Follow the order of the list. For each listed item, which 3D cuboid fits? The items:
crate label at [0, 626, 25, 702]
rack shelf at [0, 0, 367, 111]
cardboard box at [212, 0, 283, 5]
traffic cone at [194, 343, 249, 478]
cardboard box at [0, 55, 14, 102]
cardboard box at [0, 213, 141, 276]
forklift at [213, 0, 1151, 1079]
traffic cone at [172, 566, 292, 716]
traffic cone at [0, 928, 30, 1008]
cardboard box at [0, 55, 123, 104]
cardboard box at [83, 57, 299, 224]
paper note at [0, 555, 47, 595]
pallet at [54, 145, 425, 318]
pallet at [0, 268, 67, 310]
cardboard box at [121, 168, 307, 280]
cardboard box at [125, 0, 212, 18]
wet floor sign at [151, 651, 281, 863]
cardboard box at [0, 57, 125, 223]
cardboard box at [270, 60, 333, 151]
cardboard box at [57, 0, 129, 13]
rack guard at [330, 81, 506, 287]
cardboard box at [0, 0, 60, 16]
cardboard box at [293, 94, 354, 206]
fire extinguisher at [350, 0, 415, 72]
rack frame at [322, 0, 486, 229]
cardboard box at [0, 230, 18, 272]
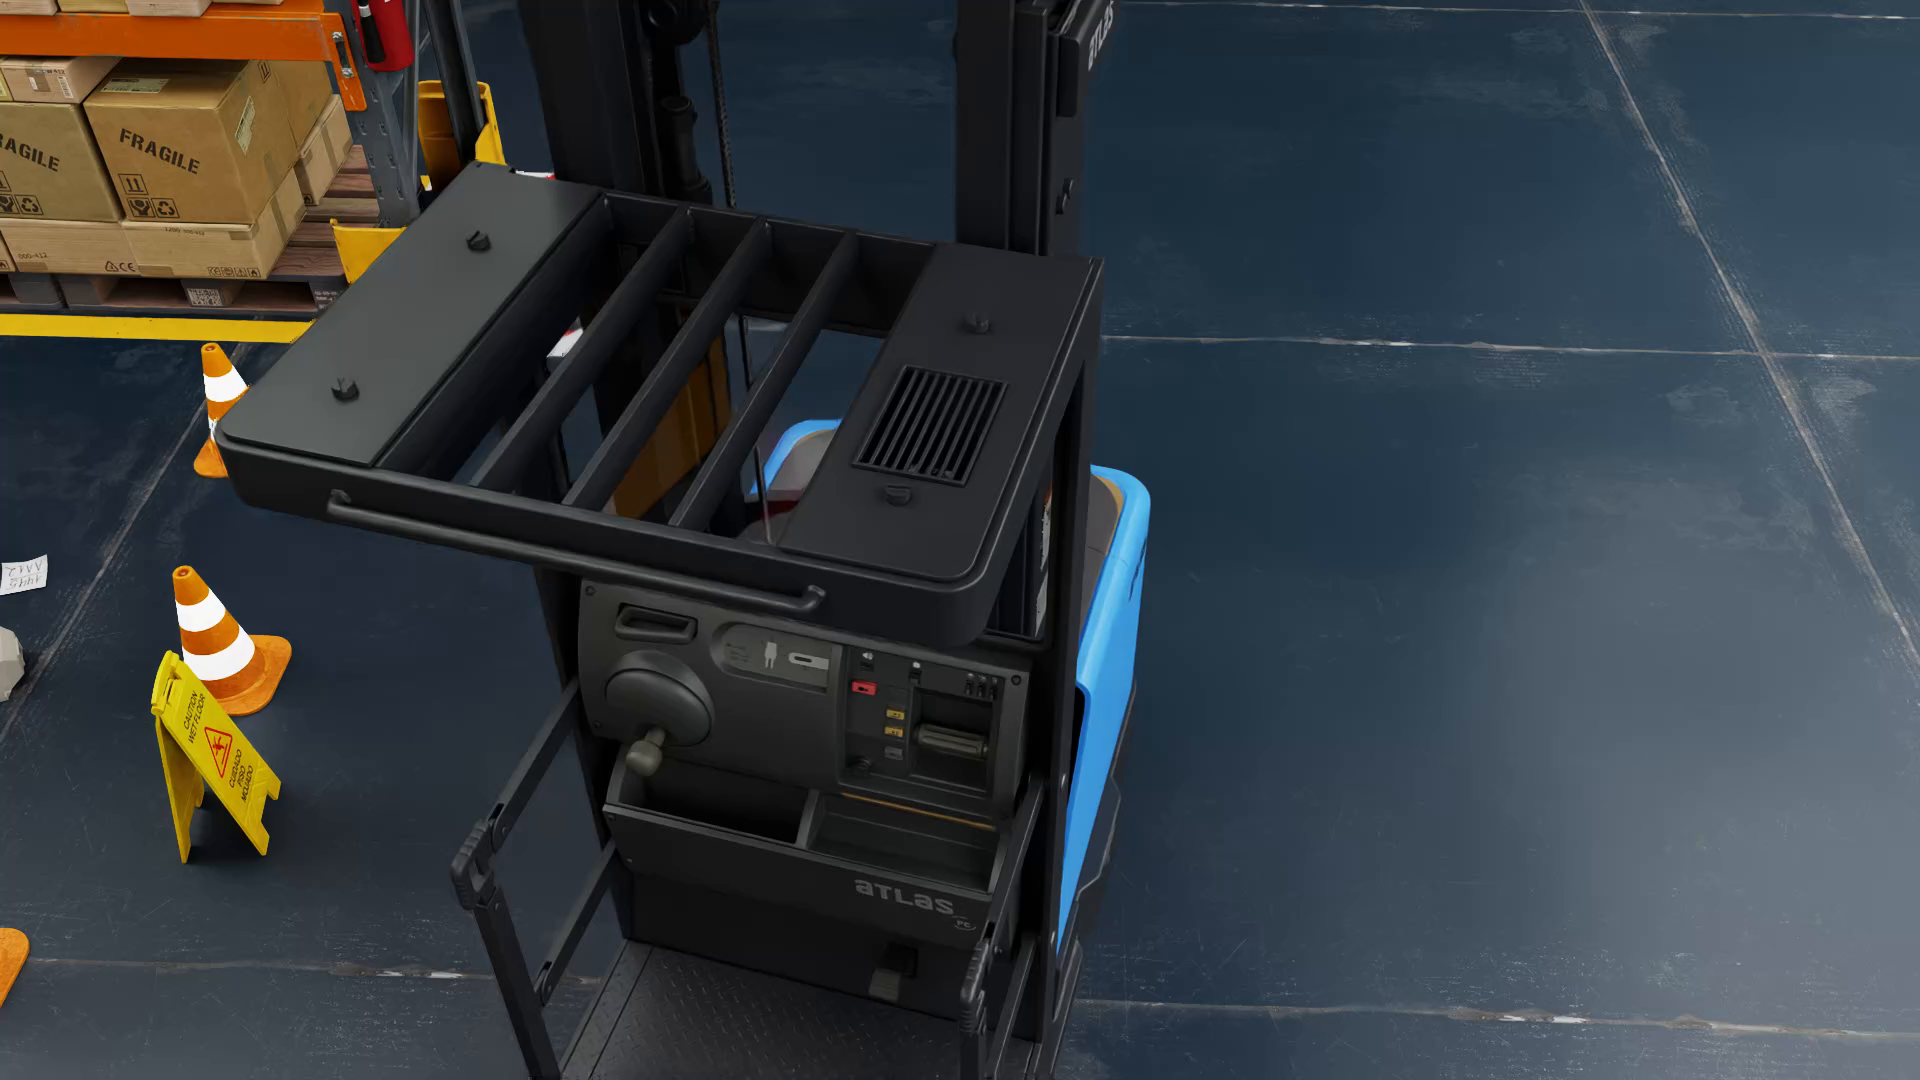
[{"bbox_3d":[-3.108,0.399,5.221,0.298,0.136,0.250,-19,46,-20],"label":"crate label"},{"bbox_3d":[-4.120,-2.096,6.327,4.000,0.370,1.077,2,43,2],"label":"rack shelf"},{"bbox_3d":[-2.506,-2.072,5.957,0.250,0.149,0.380,3,43,3],"label":"cardboard box"},{"bbox_3d":[-2.610,-0.504,5.952,0.334,0.463,0.336,2,43,2],"label":"traffic cone"},{"bbox_3d":[-3.555,-1.779,6.143,0.250,0.149,0.380,2,43,3],"label":"cardboard box"},{"bbox_3d":[-3.459,-1.308,6.663,0.500,0.250,0.500,2,43,2],"label":"cardboard box"},{"bbox_3d":[-0.379,0.416,3.153,1.130,2.935,3.031,11,44,12],"label":"forklift"},{"bbox_3d":[-2.320,0.262,5.129,0.334,0.463,0.336,2,43,2],"label":"traffic cone"},{"bbox_3d":[-2.711,1.021,4.314,0.334,0.463,0.336,2,43,2],"label":"traffic cone"},{"bbox_3d":[-3.304,-1.770,6.132,0.250,0.149,0.380,3,43,3],"label":"cardboard box"},{"bbox_3d":[-2.934,-1.567,6.390,0.500,0.500,0.500,2,43,2],"label":"cardboard box"},{"bbox_3d":[-3.156,0.115,5.604,0.142,0.019,0.148,-12,44,-13],"label":"paper note"},{"bbox_3d":[-3.008,-1.329,7.021,1.213,0.211,1.003,2,43,2],"label":"pallet"},{"bbox_3d":[-4.224,-1.368,7.064,1.213,0.211,1.003,2,43,2],"label":"pallet"},{"bbox_3d":[-2.966,-1.288,6.641,0.500,0.250,0.500,2,43,2],"label":"cardboard box"},{"bbox_3d":[-2.764,-2.004,5.885,0.250,0.149,0.380,1,43,1],"label":"cardboard box"},{"bbox_3d":[-2.126,0.590,4.643,0.232,0.644,0.267,-5,43,-5],"label":"wet floor sign"},{"bbox_3d":[-3.456,-1.580,6.405,0.500,0.500,0.500,3,43,3],"label":"cardboard box"},{"bbox_3d":[-2.939,-1.933,6.783,0.500,0.500,0.500,0,43,0],"label":"cardboard box"},{"bbox_3d":[-3.019,-2.026,5.909,0.250,0.149,0.380,1,43,1],"label":"cardboard box"},{"bbox_3d":[-2.198,-1.385,6.870,0.348,0.500,1.175,2,43,2],"label":"rack guard"},{"bbox_3d":[-3.277,-2.014,5.895,0.250,0.149,0.380,2,43,3],"label":"cardboard box"},{"bbox_3d":[-2.916,-1.658,7.039,0.500,0.250,0.500,1,43,2],"label":"cardboard box"},{"bbox_3d":[-2.029,-1.952,5.702,0.183,0.674,0.296,2,43,2],"label":"fire extinguisher"},{"bbox_3d":[-2.122,-2.298,6.016,0.127,3.000,1.000,2,43,2],"label":"rack frame"},{"bbox_3d":[-3.982,-1.320,6.676,0.500,0.250,0.500,0,43,0],"label":"cardboard box"}]
